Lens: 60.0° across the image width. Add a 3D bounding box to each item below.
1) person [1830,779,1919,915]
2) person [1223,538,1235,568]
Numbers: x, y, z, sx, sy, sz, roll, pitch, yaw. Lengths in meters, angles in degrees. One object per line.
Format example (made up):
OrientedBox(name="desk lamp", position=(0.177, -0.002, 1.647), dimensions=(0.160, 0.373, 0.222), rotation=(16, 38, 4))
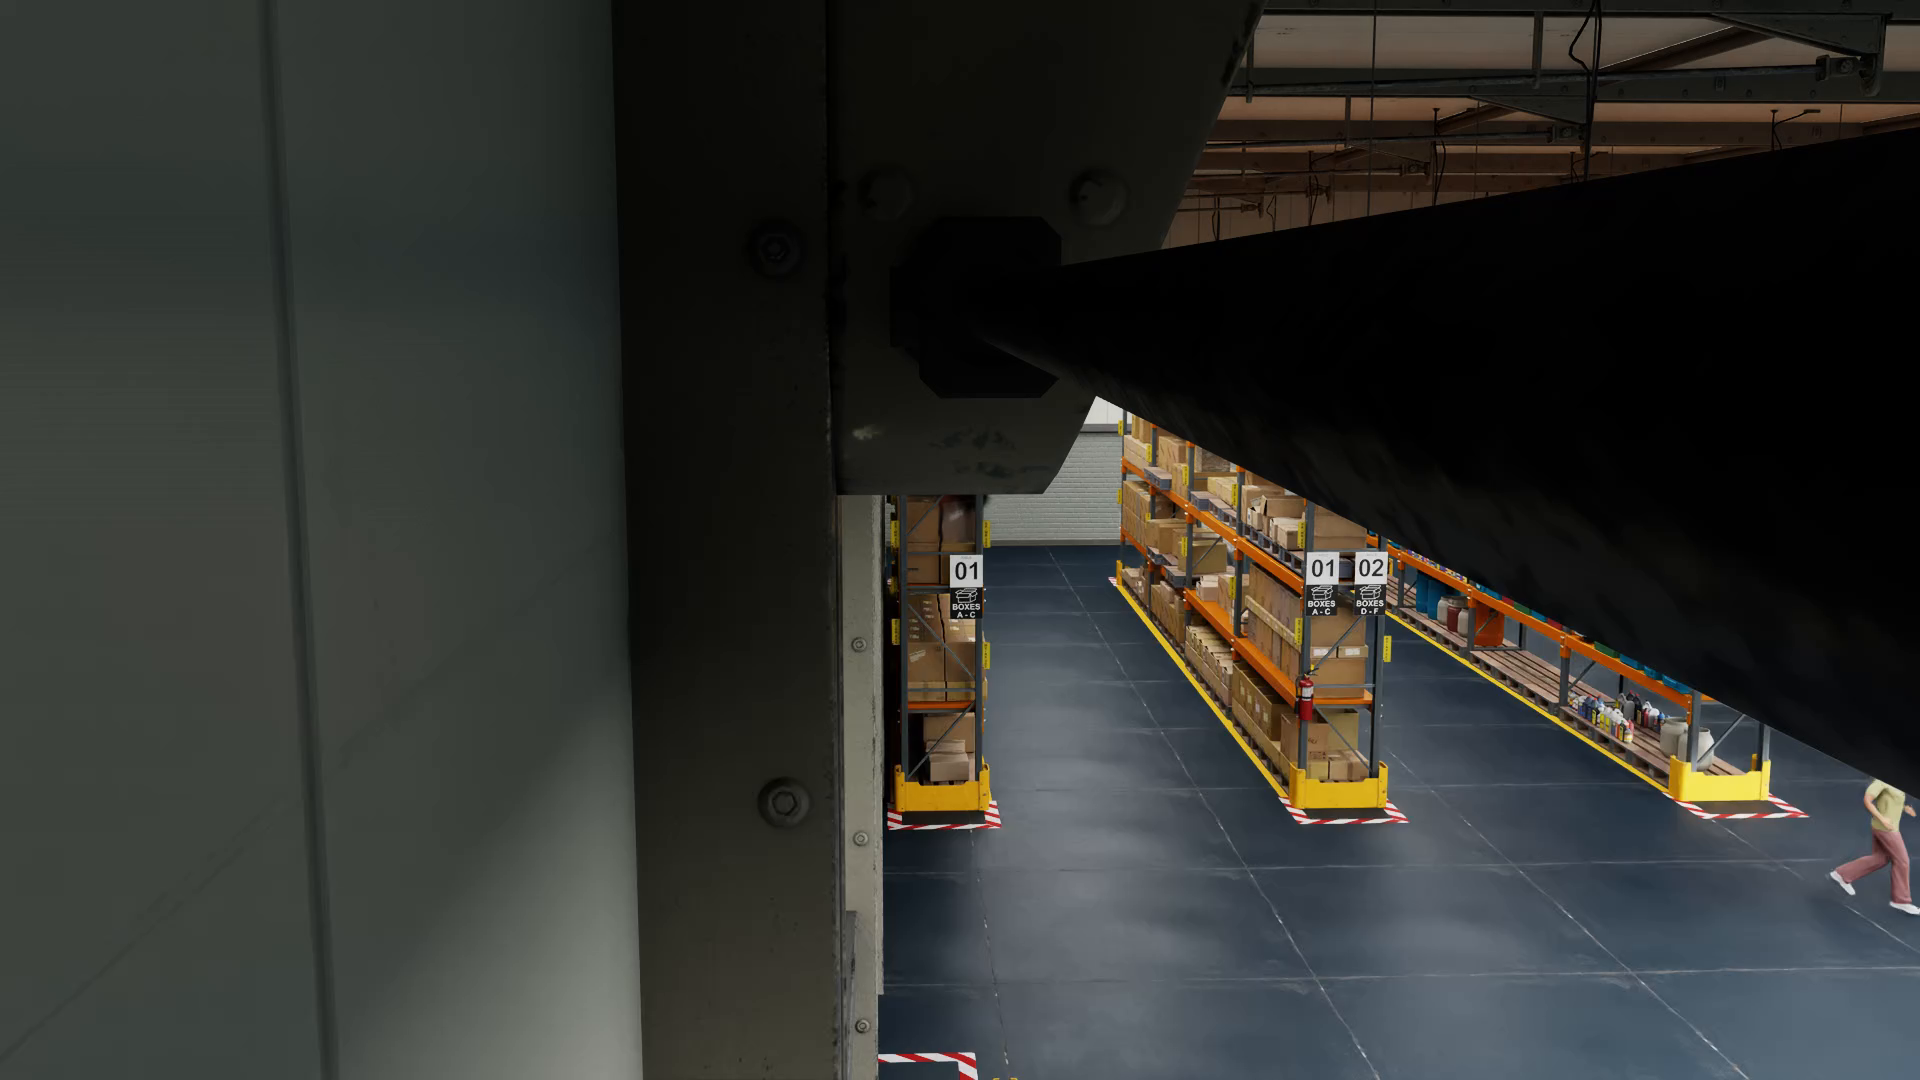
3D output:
OrientedBox(name="person", position=(9.516, 2.986, 17.172), dimensions=(0.876, 1.671, 0.586), rotation=(5, 10, 28))
OrientedBox(name="person", position=(5.935, 0.253, 35.768), dimensions=(0.636, 1.640, 0.574), rotation=(-4, 9, -23))
